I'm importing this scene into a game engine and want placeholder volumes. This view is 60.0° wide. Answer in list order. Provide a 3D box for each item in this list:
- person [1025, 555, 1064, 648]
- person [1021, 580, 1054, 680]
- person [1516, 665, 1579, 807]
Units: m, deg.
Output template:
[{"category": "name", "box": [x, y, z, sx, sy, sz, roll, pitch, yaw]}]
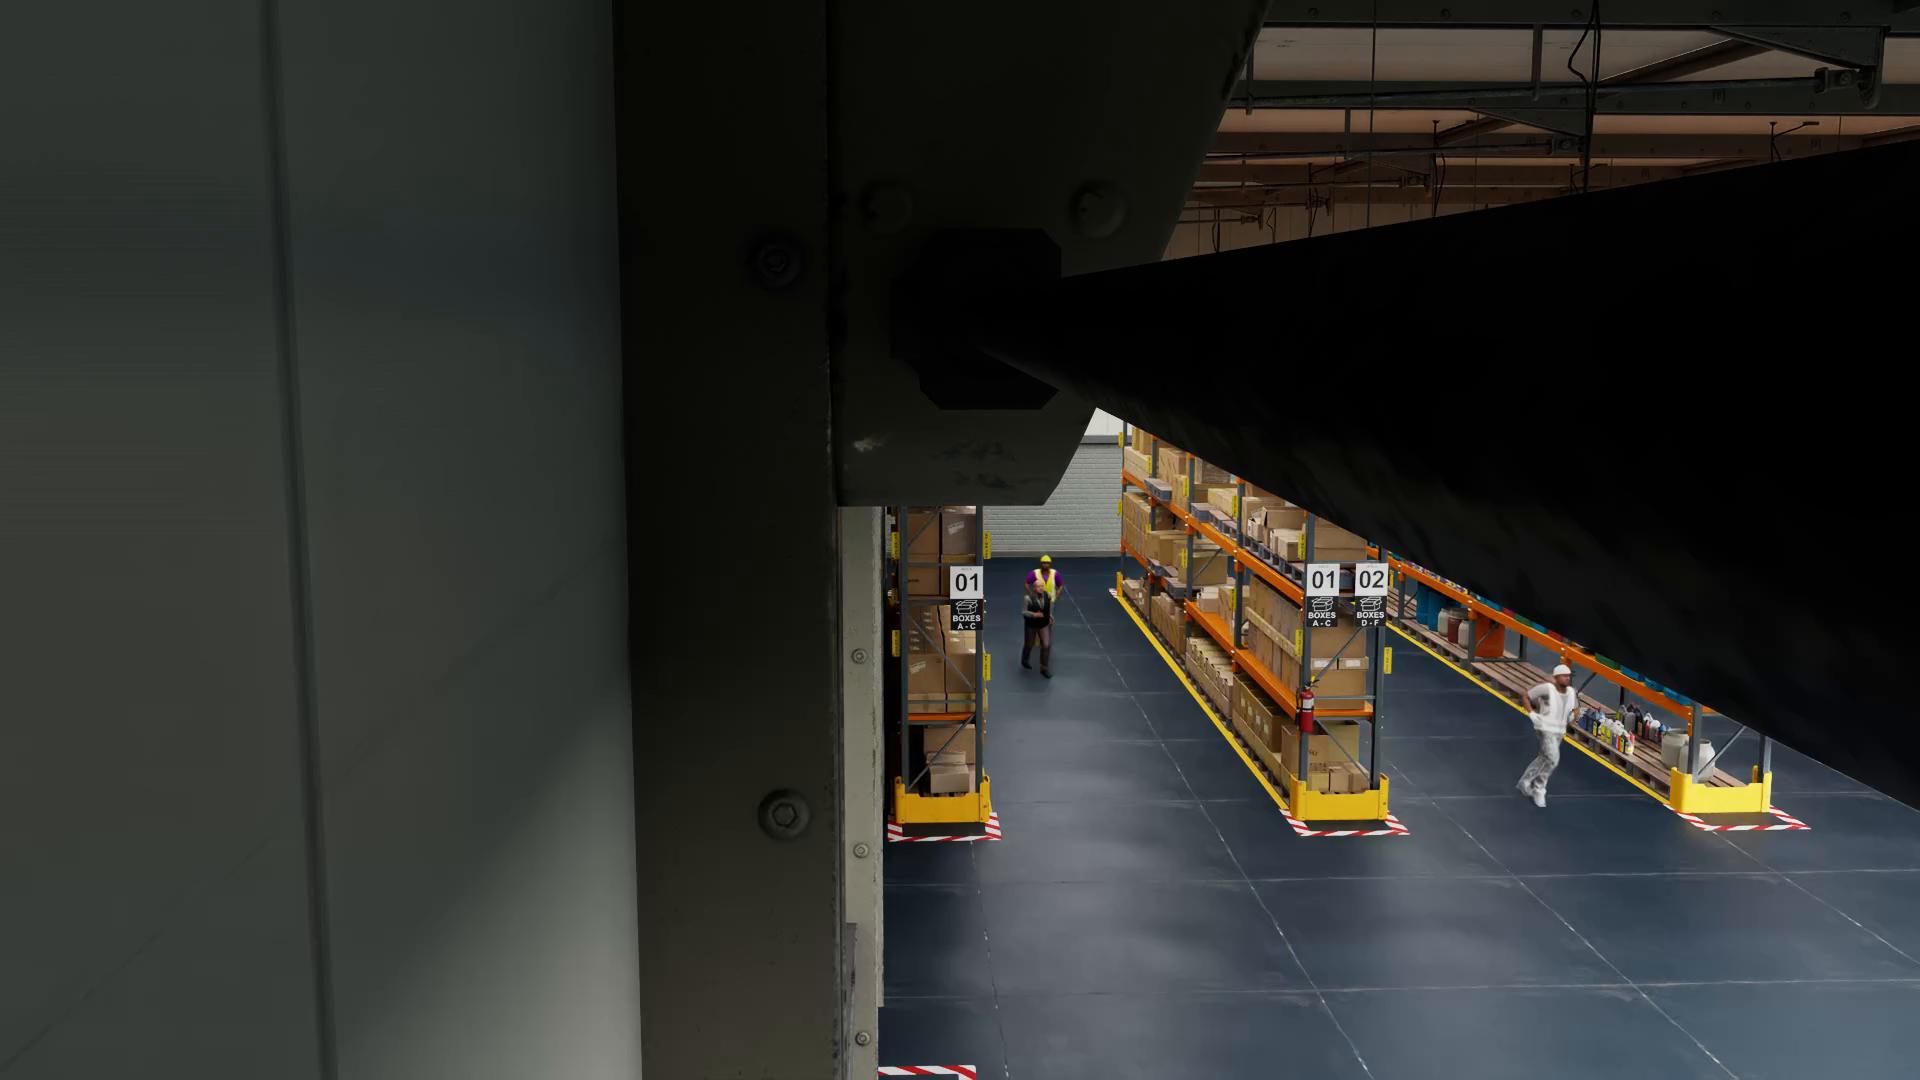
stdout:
[{"category": "person", "box": [1.582, 1.150, 30.772, 0.698, 1.744, 0.647, -1, 8, -8]}, {"category": "person", "box": [1.309, 1.493, 28.545, 0.659, 1.697, 0.974, -2, 8, -16]}, {"category": "person", "box": [7.576, 2.484, 21.375, 0.710, 1.817, 0.694, -5, 9, -30]}]
